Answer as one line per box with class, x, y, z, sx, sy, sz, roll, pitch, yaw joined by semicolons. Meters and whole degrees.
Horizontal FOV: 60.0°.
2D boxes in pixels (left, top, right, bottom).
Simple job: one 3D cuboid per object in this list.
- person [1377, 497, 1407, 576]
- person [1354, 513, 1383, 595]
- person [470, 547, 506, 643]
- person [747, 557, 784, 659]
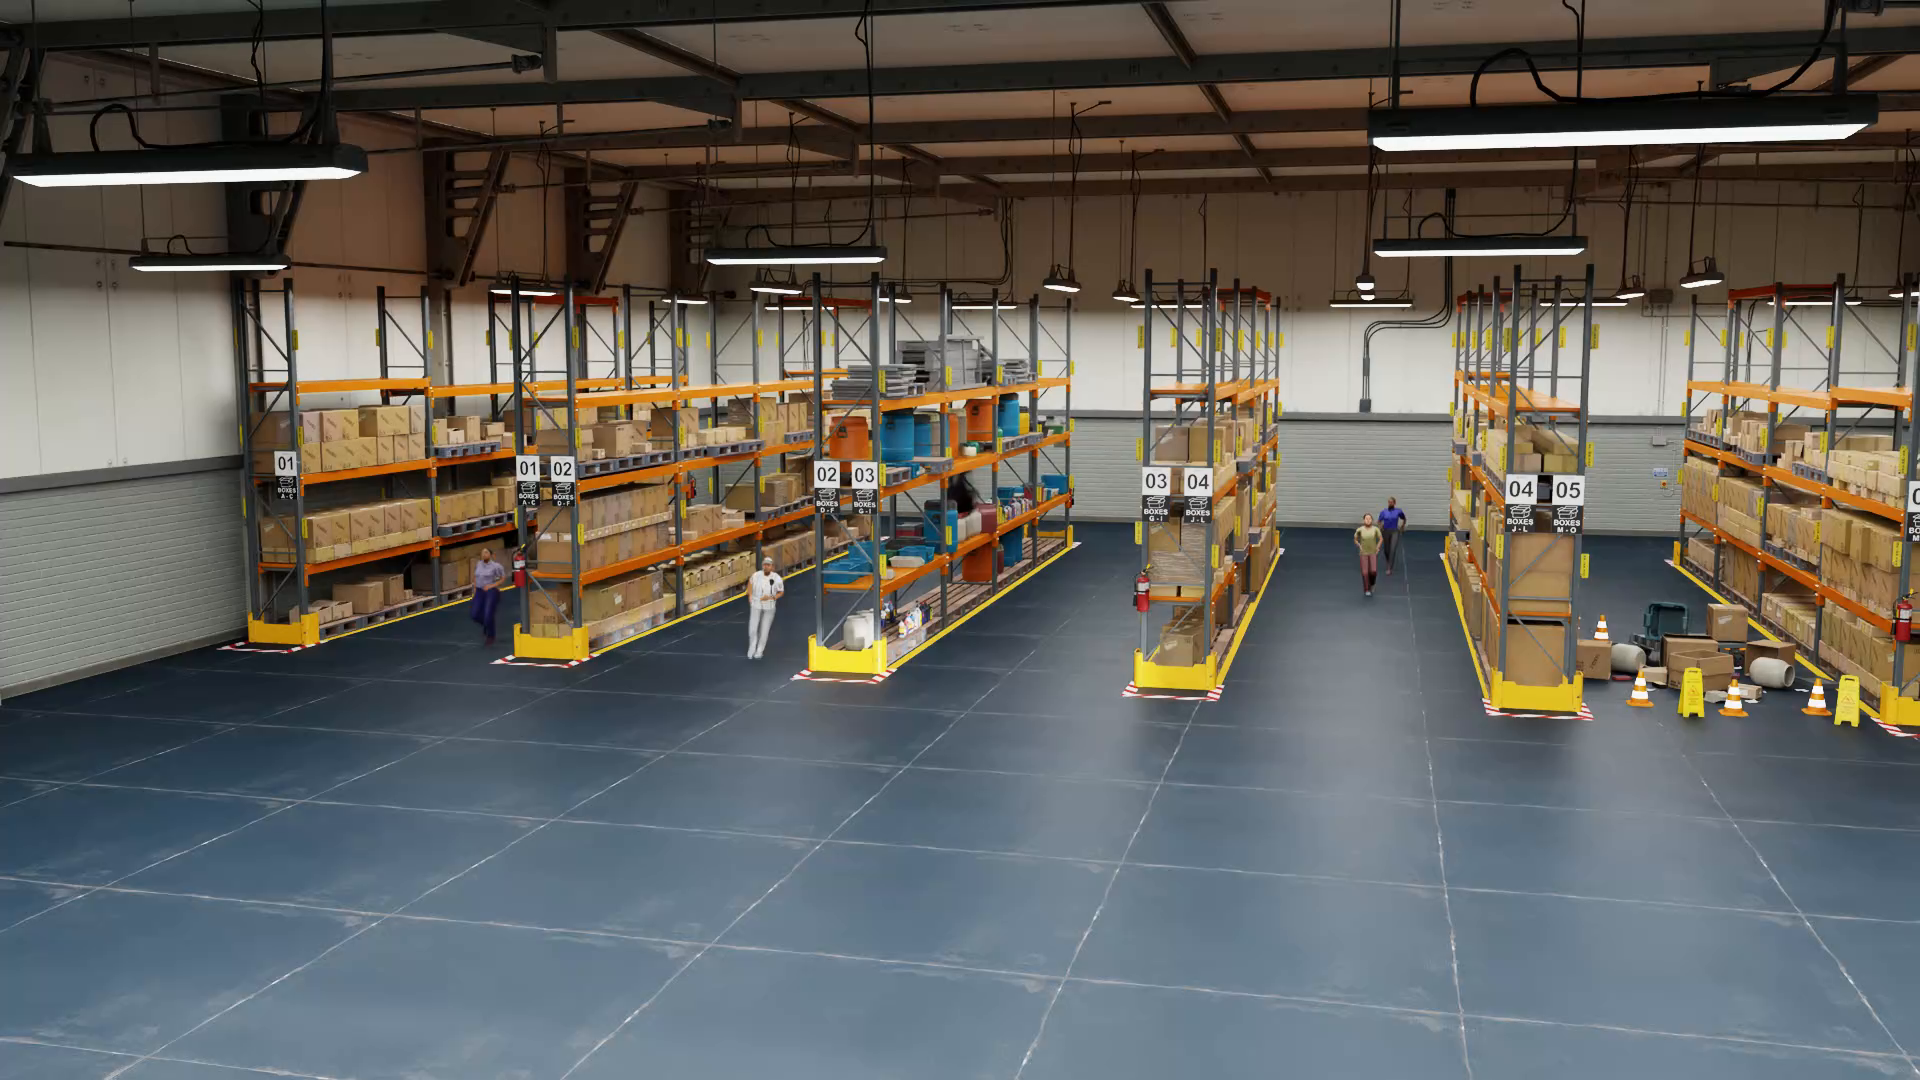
person;9.295;-0.092;35.855;0.592;1.648;0.901;3;7;22
person;7.994;0.287;32.567;0.556;1.626;0.520;2;7;13
person;-7.833;0.912;27.579;0.635;1.606;0.533;2;7;18
person;-3.066;1.073;26.134;0.612;1.633;0.596;0;7;1
